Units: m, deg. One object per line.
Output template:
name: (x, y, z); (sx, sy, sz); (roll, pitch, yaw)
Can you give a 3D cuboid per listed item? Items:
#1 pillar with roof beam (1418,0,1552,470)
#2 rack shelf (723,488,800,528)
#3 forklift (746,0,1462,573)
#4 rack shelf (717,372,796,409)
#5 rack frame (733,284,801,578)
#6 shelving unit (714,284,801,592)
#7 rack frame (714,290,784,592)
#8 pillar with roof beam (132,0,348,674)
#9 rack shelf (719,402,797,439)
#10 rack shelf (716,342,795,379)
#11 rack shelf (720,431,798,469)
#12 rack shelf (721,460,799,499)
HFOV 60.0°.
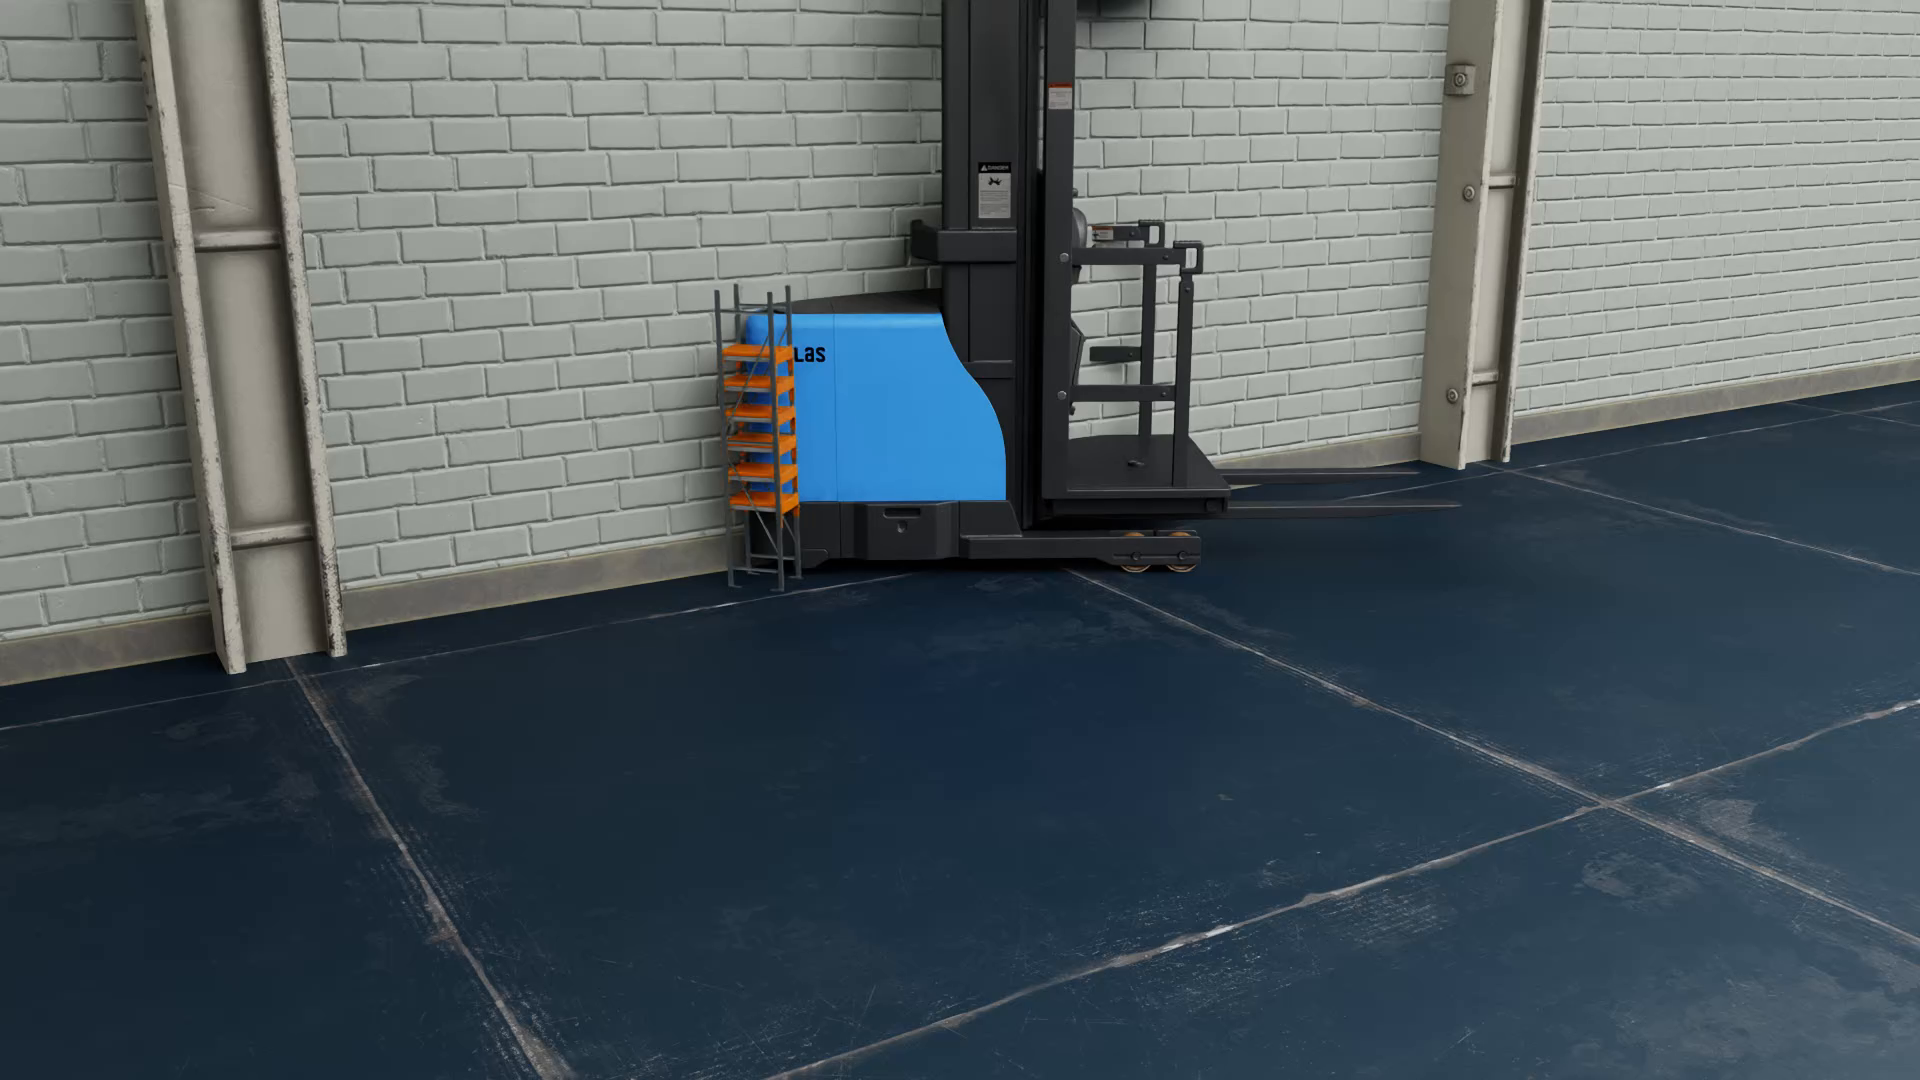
pillar with roof beam: (4.921, -3.769, 4.183); (0.400, 9.000, 9.100); (-9, 18, -30)
rack shelf: (-0.798, -0.129, 6.695); (0.258, 0.103, 0.180); (4, 17, 16)
forklift: (0.622, -1.417, 7.036); (3.031, 2.935, 1.130); (-1, 16, -2)
rack shelf: (-0.801, -0.590, 6.561); (0.258, 0.103, 0.180); (4, 17, 16)
rack frame: (-0.774, -0.427, 6.700); (0.240, 1.200, 0.006); (4, 17, 16)
shelving unit: (-0.800, -0.402, 6.616); (0.258, 1.200, 0.189); (4, 17, 16)
rack frame: (-0.825, -0.378, 6.531); (0.240, 1.200, 0.006); (4, 17, 16)
pillar with roof beam: (-0.222, -2.935, 1.207); (0.400, 9.000, 9.100); (-9, 18, -30)
rack shelf: (-0.800, -0.475, 6.595); (0.258, 0.103, 0.180); (4, 17, 16)
rack shelf: (-0.802, -0.705, 6.527); (0.258, 0.103, 0.180); (4, 17, 16)
rack shelf: (-0.800, -0.360, 6.628); (0.258, 0.103, 0.180); (4, 17, 16)
rack shelf: (-0.799, -0.245, 6.662); (0.258, 0.103, 0.180); (4, 17, 16)
